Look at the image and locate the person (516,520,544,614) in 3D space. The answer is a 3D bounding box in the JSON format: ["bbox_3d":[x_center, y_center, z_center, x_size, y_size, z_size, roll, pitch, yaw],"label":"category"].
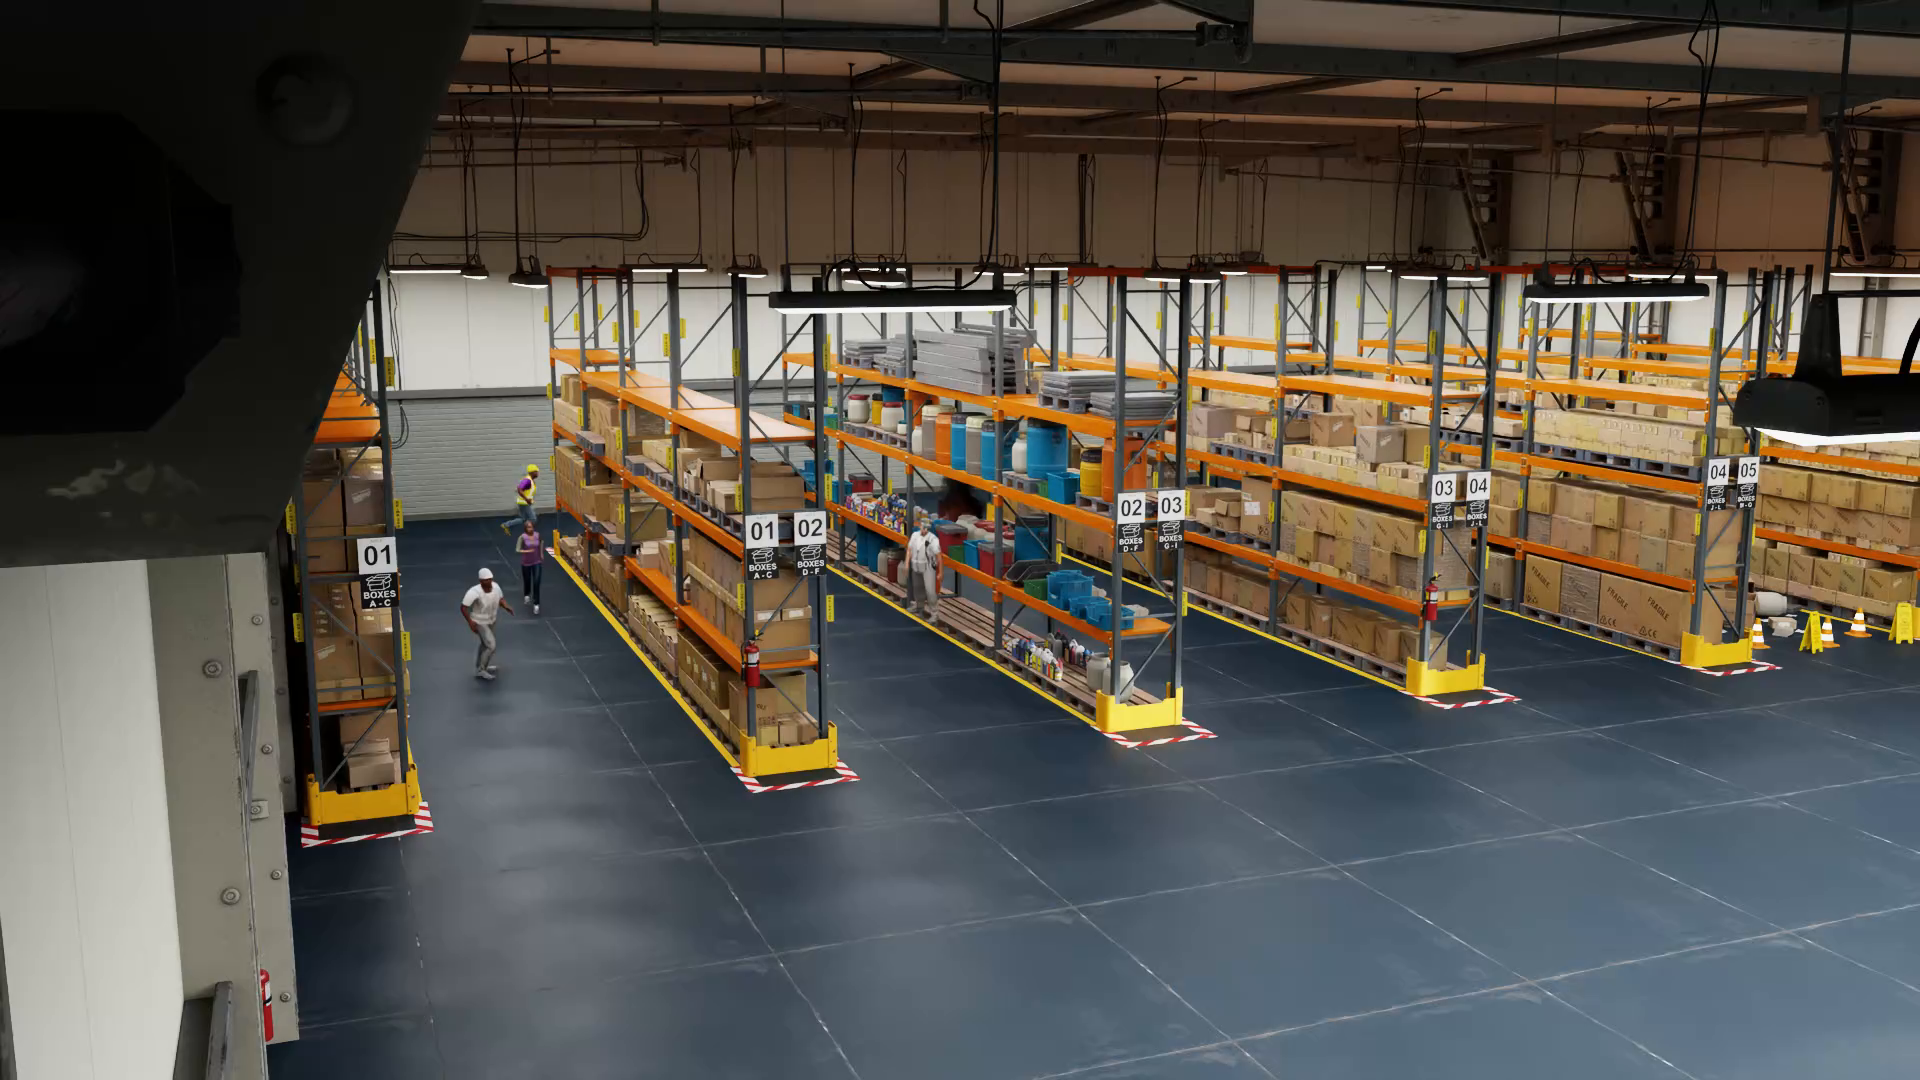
[{"bbox_3d":[-7.594,0.436,29.390,0.510,1.609,0.861,-4,11,-21],"label":"person"}]

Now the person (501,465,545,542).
[{"bbox_3d":[-9.556,-0.779,36.194,0.930,1.724,0.694,-1,10,-3],"label":"person"}]

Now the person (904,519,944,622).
[{"bbox_3d":[-0.630,0.453,27.488,0.842,1.694,0.715,6,12,31],"label":"person"}]

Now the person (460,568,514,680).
[{"bbox_3d":[-7.051,1.228,24.842,0.801,1.697,0.710,3,10,19],"label":"person"}]
